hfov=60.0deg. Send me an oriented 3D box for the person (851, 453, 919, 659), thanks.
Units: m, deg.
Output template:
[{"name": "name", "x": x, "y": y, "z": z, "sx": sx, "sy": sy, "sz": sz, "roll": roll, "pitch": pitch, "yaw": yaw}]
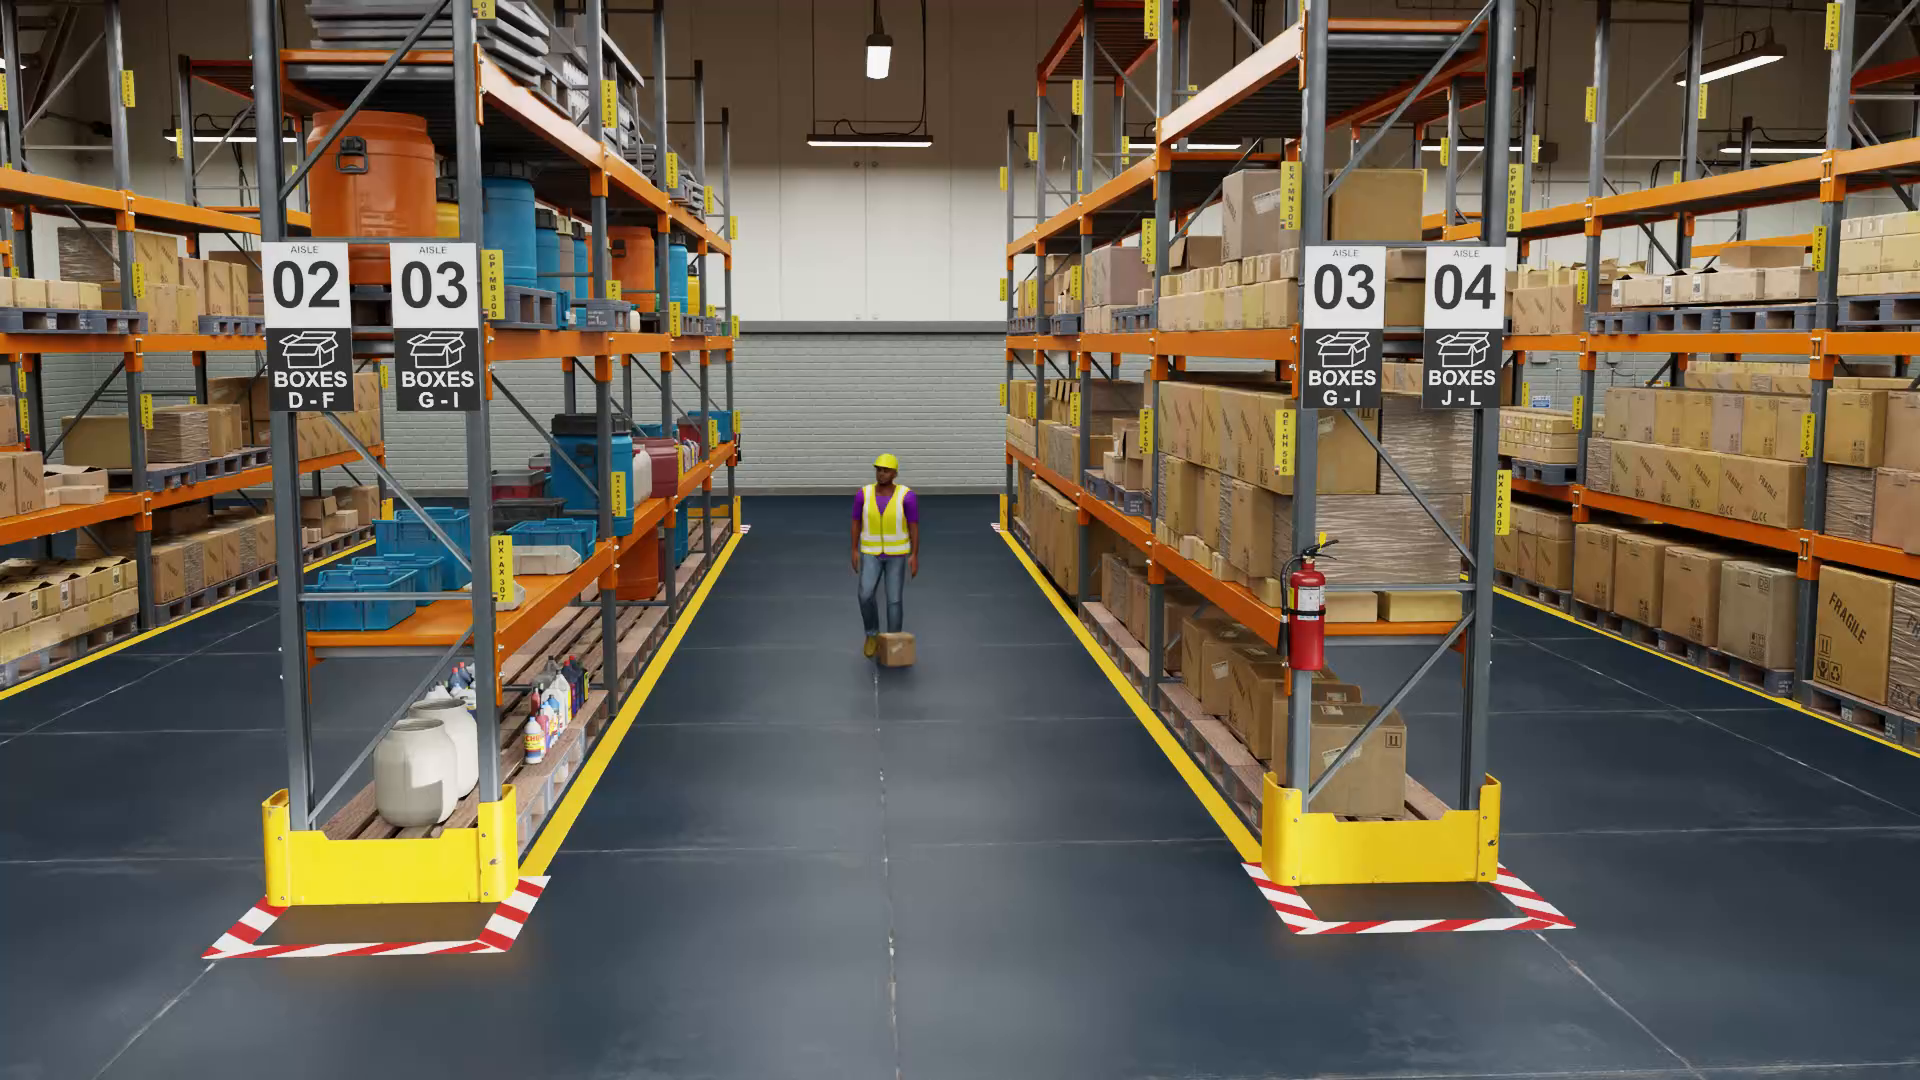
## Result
[{"name": "person", "x": -0.650, "y": 0.141, "z": 14.335, "sx": 0.606, "sy": 1.782, "sz": 0.495, "roll": 1, "pitch": 7, "yaw": 4}]
